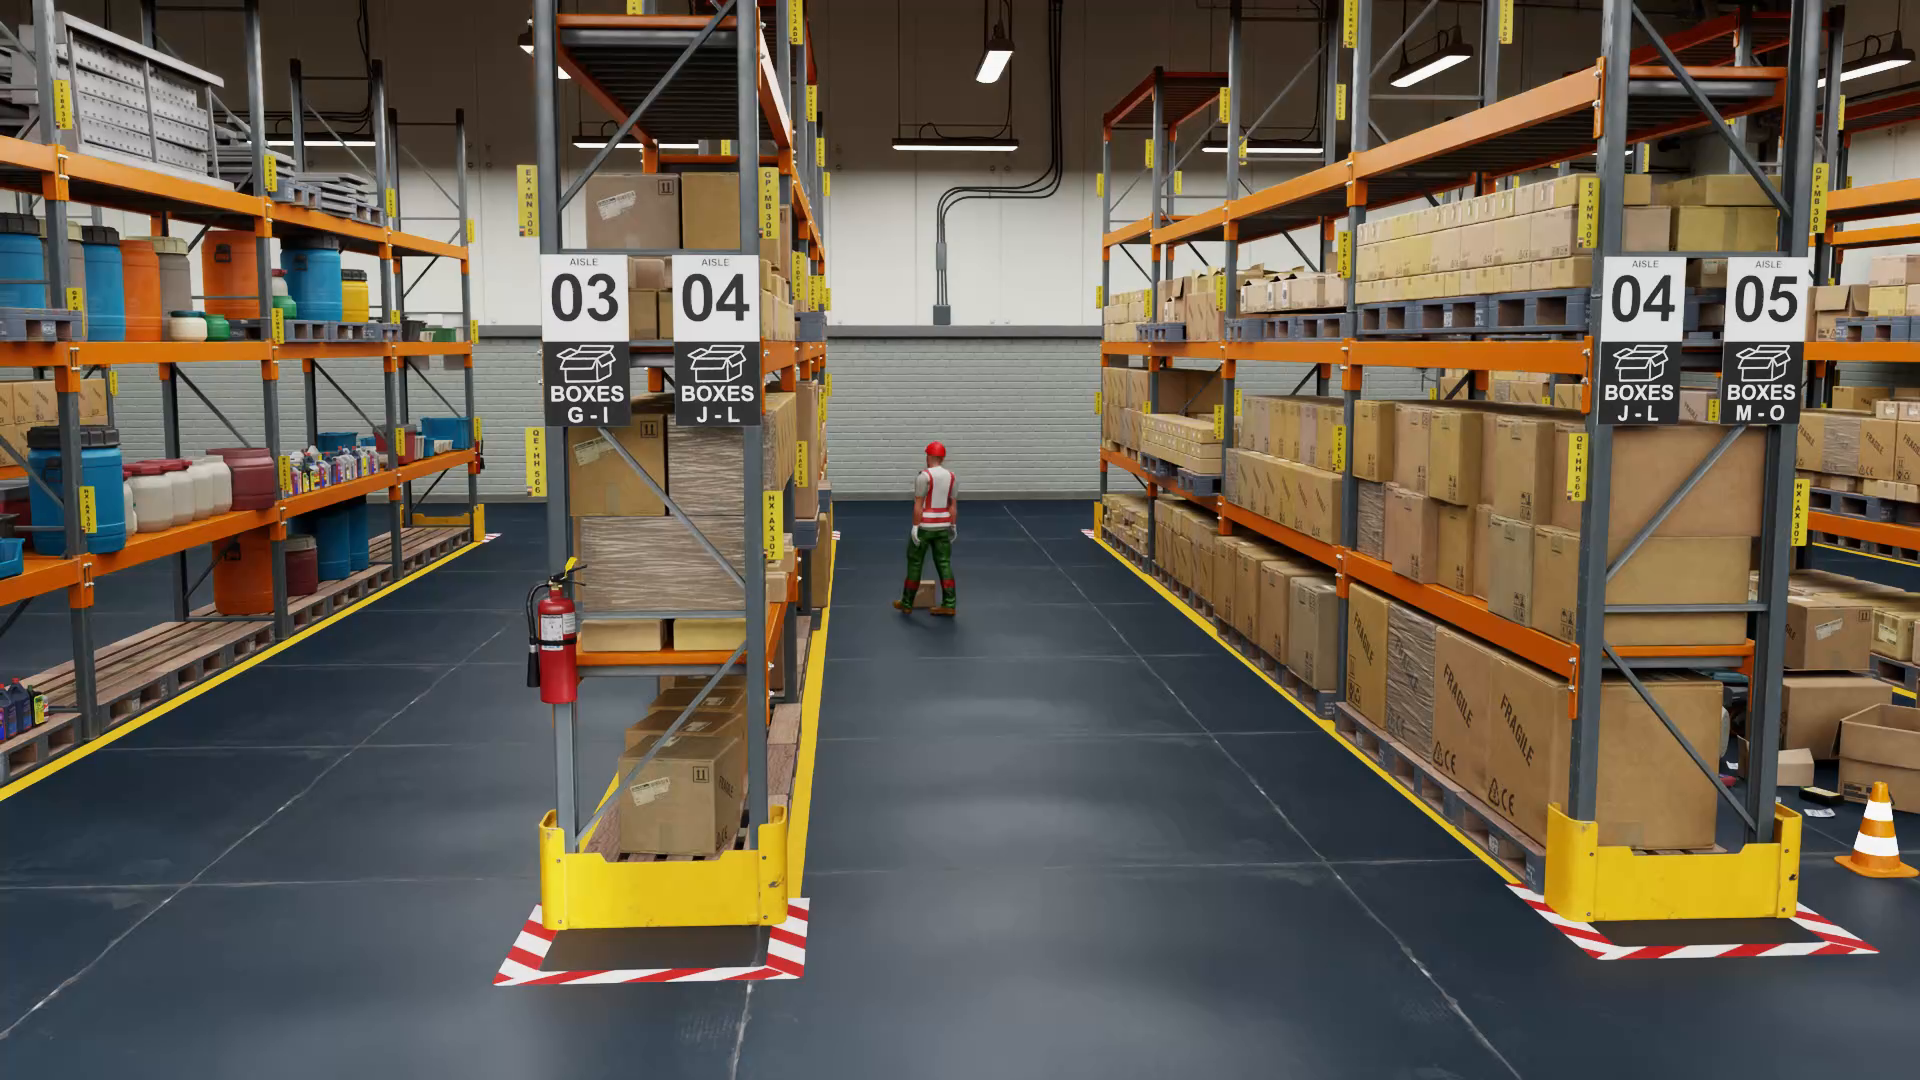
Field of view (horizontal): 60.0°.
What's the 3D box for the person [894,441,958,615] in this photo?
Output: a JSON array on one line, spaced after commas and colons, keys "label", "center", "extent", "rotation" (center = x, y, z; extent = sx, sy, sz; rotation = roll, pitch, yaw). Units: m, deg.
[{"label": "person", "center": [-0.343, -0.132, 17.196], "extent": [0.542, 1.778, 0.654], "rotation": [-5, 8, -37]}]
